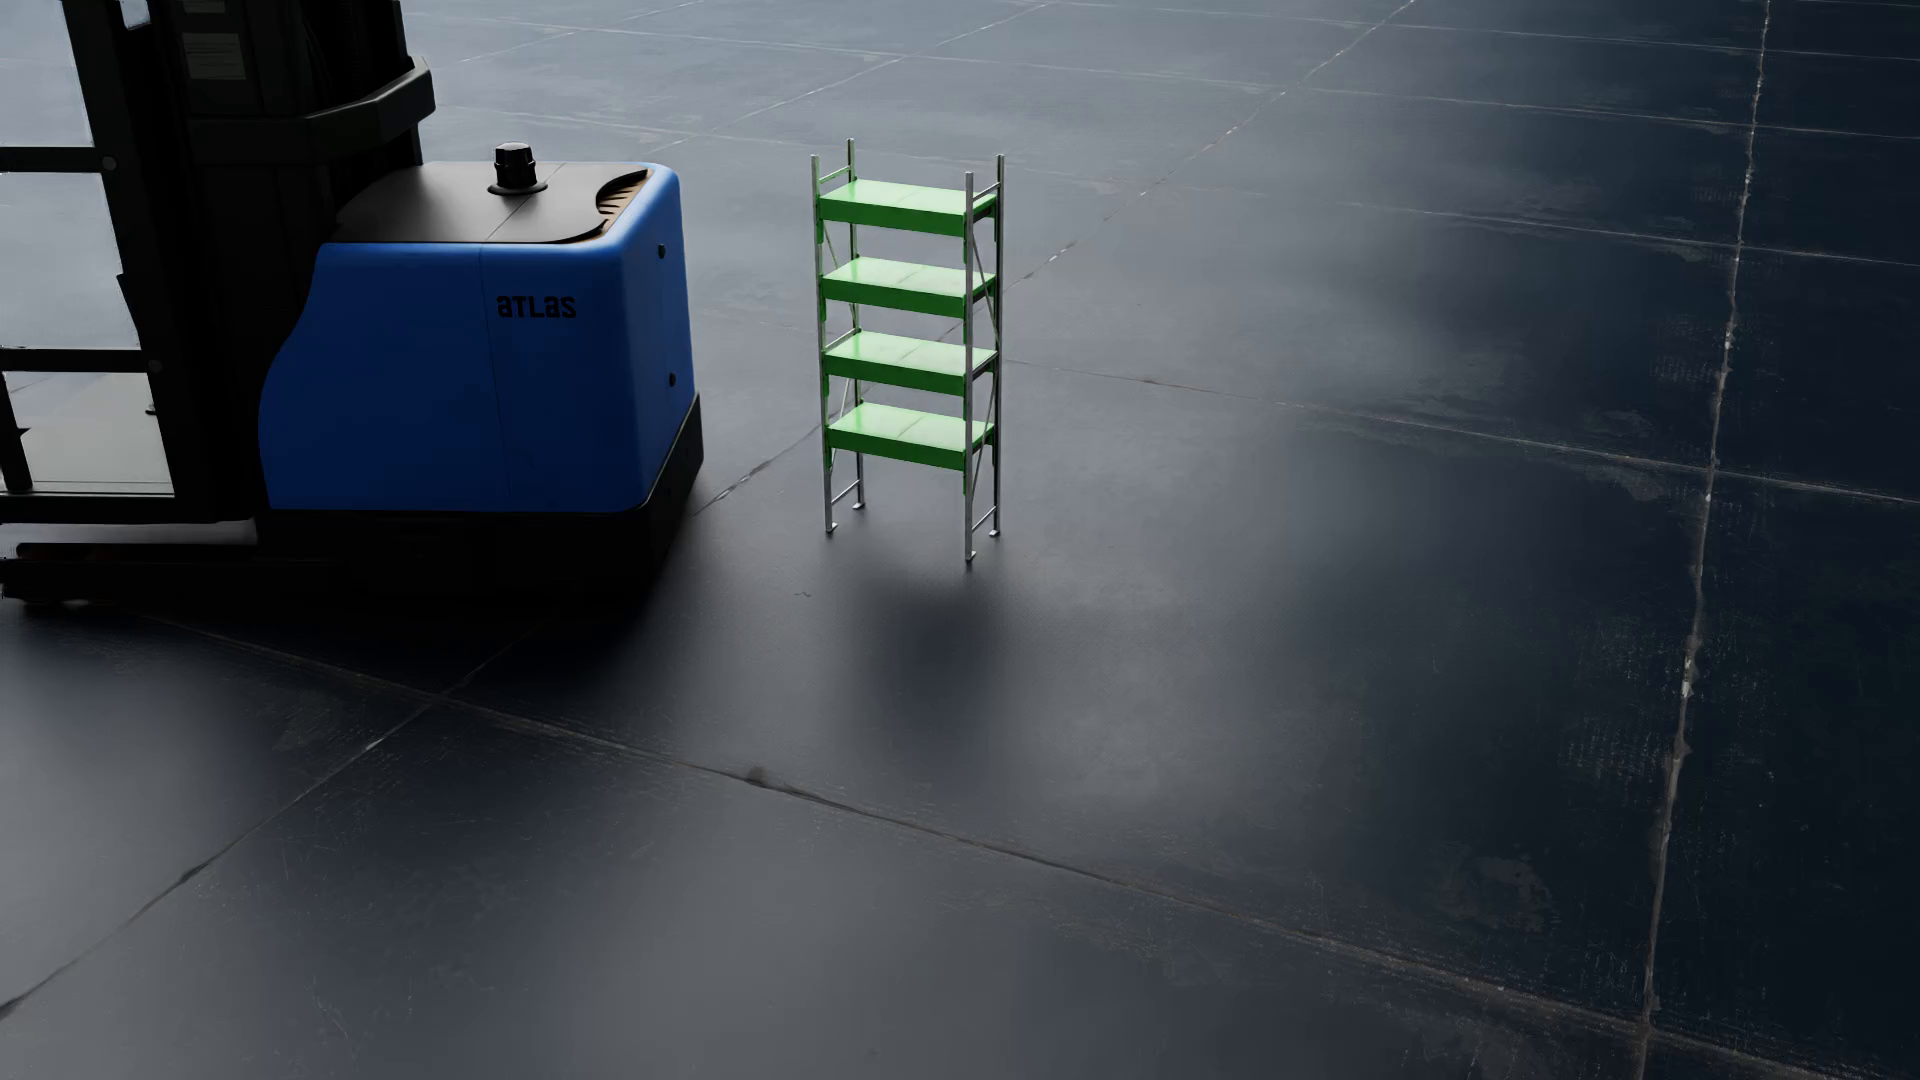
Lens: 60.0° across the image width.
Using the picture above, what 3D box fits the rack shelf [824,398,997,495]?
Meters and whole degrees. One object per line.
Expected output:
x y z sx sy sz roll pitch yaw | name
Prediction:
-0.151 -0.296 5.181 0.480 0.148 0.258 11 28 22 | rack shelf

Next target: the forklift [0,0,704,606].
-2.396 -1.354 4.682 3.031 2.935 1.130 1 26 1 | forklift

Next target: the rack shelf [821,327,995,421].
-0.151 -0.511 5.075 0.480 0.148 0.258 11 28 22 | rack shelf

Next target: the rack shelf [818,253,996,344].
-0.151 -0.727 4.969 0.480 0.148 0.258 11 28 22 | rack shelf

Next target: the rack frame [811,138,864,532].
-0.373 -0.613 5.137 0.015 1.200 0.240 11 28 22 | rack frame

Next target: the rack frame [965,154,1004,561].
0.071 -0.524 4.956 0.015 1.200 0.240 11 28 22 | rack frame

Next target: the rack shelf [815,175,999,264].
-0.151 -0.942 4.863 0.480 0.148 0.258 11 28 22 | rack shelf

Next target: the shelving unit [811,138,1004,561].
-0.151 -0.569 5.046 0.503 1.200 0.258 11 28 22 | shelving unit
